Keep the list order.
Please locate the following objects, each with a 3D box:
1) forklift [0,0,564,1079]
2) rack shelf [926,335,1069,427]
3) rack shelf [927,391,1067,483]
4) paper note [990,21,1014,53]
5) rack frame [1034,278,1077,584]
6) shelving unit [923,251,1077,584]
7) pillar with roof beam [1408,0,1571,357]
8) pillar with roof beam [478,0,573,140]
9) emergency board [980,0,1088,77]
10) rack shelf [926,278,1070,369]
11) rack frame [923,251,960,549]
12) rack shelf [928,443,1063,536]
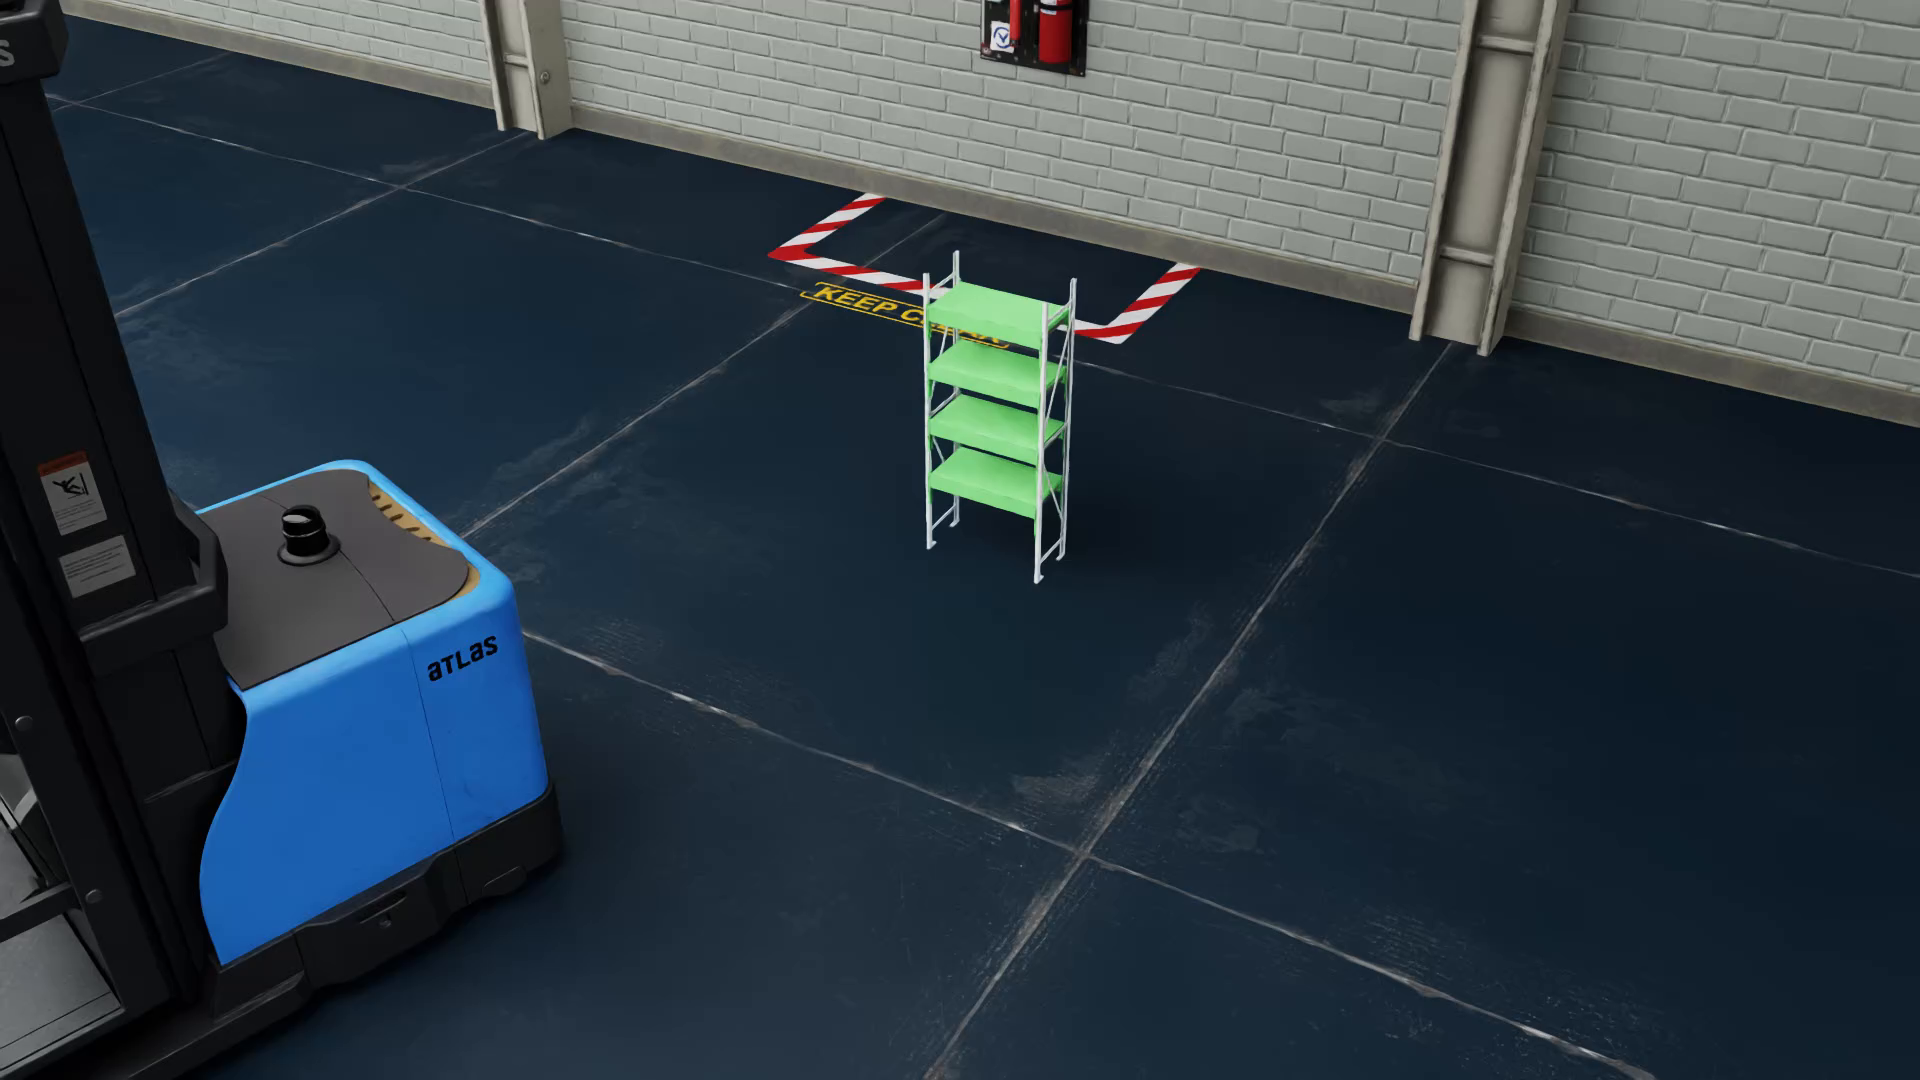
[{"bbox_3d":[-2.663,0.147,3.884,3.031,2.935,1.130,-27,42,-34],"label":"forklift"},{"bbox_3d":[0.144,-0.600,6.251,0.480,0.148,0.258,18,37,24],"label":"rack shelf"},{"bbox_3d":[0.144,-0.401,6.384,0.480,0.148,0.258,18,37,24],"label":"rack shelf"},{"bbox_3d":[0.227,-2.681,8.865,0.142,0.148,0.016,18,37,24],"label":"paper note"},{"bbox_3d":[0.356,-0.387,6.248,0.015,1.200,0.240,18,37,24],"label":"rack frame"},{"bbox_3d":[0.144,-0.454,6.349,0.503,1.200,0.258,18,37,24],"label":"shelving unit"},{"bbox_3d":[0.337,-2.693,2.676,0.400,9.000,9.100,18,37,24],"label":"pillar with roof beam"},{"bbox_3d":[-4.872,-4.343,5.154,0.400,9.000,9.100,18,37,24],"label":"pillar with roof beam"},{"bbox_3d":[0.346,-2.966,8.498,0.643,1.169,0.194,18,37,24],"label":"emergency board"},{"bbox_3d":[0.144,-0.800,6.118,0.480,0.148,0.258,18,37,24],"label":"rack shelf"},{"bbox_3d":[-0.068,-0.521,6.450,0.015,1.200,0.240,18,37,24],"label":"rack frame"},{"bbox_3d":[0.144,-0.201,6.518,0.480,0.148,0.258,18,37,24],"label":"rack shelf"}]
